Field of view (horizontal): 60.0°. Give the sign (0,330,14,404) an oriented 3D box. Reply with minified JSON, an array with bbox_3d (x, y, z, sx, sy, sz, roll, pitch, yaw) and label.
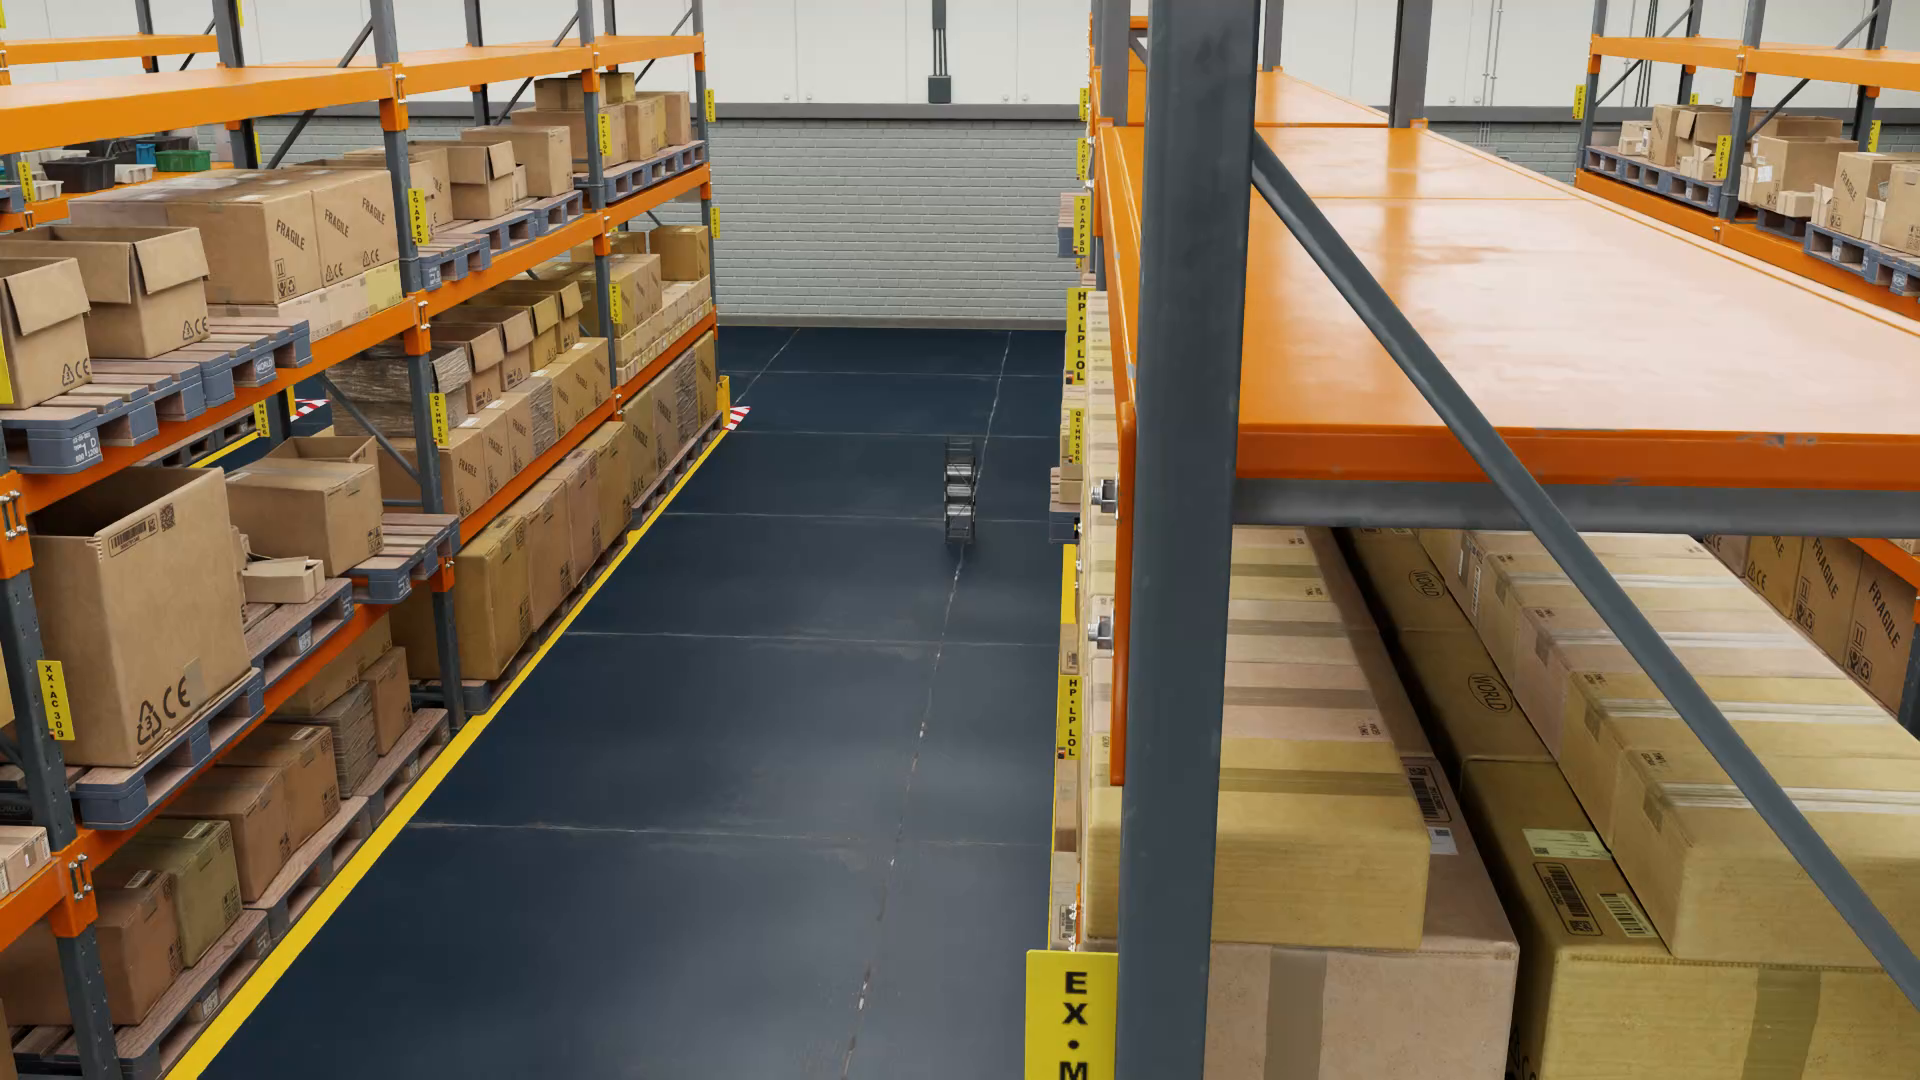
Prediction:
[{"bbox_3d":[-3.453,-0.647,5.932,0.100,0.325,0.005,1,18,4],"label":"sign"}]

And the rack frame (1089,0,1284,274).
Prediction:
[{"bbox_3d":[1.231,-2.936,8.932,1.000,3.000,0.127,1,18,4],"label":"rack frame"}]

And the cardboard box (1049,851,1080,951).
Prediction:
[{"bbox_3d":[0.899,1.832,6.955,1.050,0.750,0.750,1,18,4],"label":"cardboard box"}]

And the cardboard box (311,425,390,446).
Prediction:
[{"bbox_3d":[-3.920,-0.434,10.769,0.500,0.500,0.500,2,18,6],"label":"cardboard box"}]

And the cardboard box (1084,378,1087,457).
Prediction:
[{"bbox_3d":[0.596,-0.283,4.581,0.500,0.250,0.500,1,18,3],"label":"cardboard box"}]

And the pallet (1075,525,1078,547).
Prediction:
[{"bbox_3d":[1.531,-0.212,14.731,1.003,0.211,1.213,1,18,4],"label":"pallet"}]

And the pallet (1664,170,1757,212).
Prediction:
[{"bbox_3d":[6.532,-2.886,13.738,1.003,0.211,1.213,1,18,4],"label":"pallet"}]

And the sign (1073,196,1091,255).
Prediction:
[{"bbox_3d":[0.690,-1.769,9.358,0.100,0.325,0.005,1,18,4],"label":"sign"}]

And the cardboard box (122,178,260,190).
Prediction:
[{"bbox_3d":[-4.039,-1.640,8.831,0.500,0.500,0.500,1,18,4],"label":"cardboard box"}]

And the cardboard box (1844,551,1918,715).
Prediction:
[{"bbox_3d":[6.308,0.591,10.540,0.875,0.875,0.875,1,18,3],"label":"cardboard box"}]

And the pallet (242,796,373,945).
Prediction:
[{"bbox_3d":[-3.856,1.718,8.841,1.003,0.211,1.213,1,18,4],"label":"pallet"}]

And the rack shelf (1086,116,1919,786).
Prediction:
[{"bbox_3d":[0.801,-0.541,3.420,1.077,0.370,4.000,1,18,4],"label":"rack shelf"}]

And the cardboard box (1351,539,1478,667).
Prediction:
[{"bbox_3d":[1.019,0.198,3.112,0.500,0.250,0.500,1,18,3],"label":"cardboard box"}]

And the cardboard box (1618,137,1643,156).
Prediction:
[{"bbox_3d":[6.442,-3.711,15.683,0.380,0.149,0.250,2,18,6],"label":"cardboard box"}]

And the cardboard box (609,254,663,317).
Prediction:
[{"bbox_3d":[-3.057,-2.354,15.348,0.500,0.500,0.500,1,18,2],"label":"cardboard box"}]

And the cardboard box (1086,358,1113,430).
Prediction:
[{"bbox_3d":[0.508,-0.353,4.154,0.380,0.149,0.250,1,18,5],"label":"cardboard box"}]

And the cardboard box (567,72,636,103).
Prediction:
[{"bbox_3d":[-3.290,-4.161,15.289,0.500,0.250,0.500,1,18,2],"label":"cardboard box"}]

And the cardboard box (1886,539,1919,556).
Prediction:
[{"bbox_3d":[5.953,-0.098,10.145,0.500,0.250,0.500,1,18,2],"label":"cardboard box"}]

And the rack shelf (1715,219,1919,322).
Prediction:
[{"bbox_3d":[6.319,-1.711,11.166,1.077,0.370,4.000,1,18,4],"label":"rack shelf"}]

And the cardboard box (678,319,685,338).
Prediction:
[{"bbox_3d":[-2.922,-2.077,16.348,0.380,0.149,0.250,1,18,4],"label":"cardboard box"}]

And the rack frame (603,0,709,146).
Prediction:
[{"bbox_3d":[-3.135,-5.563,16.949,1.000,3.000,0.127,1,18,4],"label":"rack frame"}]

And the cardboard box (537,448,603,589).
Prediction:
[{"bbox_3d":[-3.511,-0.183,12.902,1.225,0.875,0.875,1,18,2],"label":"cardboard box"}]

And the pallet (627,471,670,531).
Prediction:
[{"bbox_3d":[-3.289,-0.379,15.241,1.003,0.211,1.213,1,18,4],"label":"pallet"}]

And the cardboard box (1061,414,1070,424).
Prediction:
[{"bbox_3d":[0.830,-0.689,10.481,0.380,0.149,0.250,1,18,3],"label":"cardboard box"}]

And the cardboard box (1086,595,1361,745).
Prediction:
[{"bbox_3d":[0.381,0.198,2.473,0.380,0.149,0.250,2,18,5],"label":"cardboard box"}]

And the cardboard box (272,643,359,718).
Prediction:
[{"bbox_3d":[-3.754,0.769,9.364,0.500,0.250,0.500,3,18,10],"label":"cardboard box"}]

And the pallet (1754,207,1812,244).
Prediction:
[{"bbox_3d":[6.446,-2.297,12.107,0.805,0.209,1.217,1,18,2],"label":"pallet"}]

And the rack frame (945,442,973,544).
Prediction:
[{"bbox_3d":[-0.007,-0.399,14.194,0.240,0.900,0.006,1,18,4],"label":"rack frame"}]

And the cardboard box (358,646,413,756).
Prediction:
[{"bbox_3d":[-3.737,0.960,9.984,0.700,0.500,0.500,0,18,1],"label":"cardboard box"}]

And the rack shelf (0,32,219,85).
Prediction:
[{"bbox_3d":[-8.219,-4.521,15.565,1.077,0.370,4.000,1,18,4],"label":"rack shelf"}]

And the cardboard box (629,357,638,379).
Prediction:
[{"bbox_3d":[-3.050,-1.516,14.637,0.380,0.149,0.250,1,18,2],"label":"cardboard box"}]

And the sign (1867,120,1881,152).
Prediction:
[{"bbox_3d":[7.005,-3.060,12.792,0.100,0.325,0.005,1,18,4],"label":"sign"}]

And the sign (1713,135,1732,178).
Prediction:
[{"bbox_3d":[5.909,-2.969,12.893,0.100,0.325,0.005,1,18,4],"label":"sign"}]

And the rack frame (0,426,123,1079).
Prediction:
[{"bbox_3d":[-3.995,1.015,6.509,1.000,3.000,0.127,1,18,4],"label":"rack frame"}]

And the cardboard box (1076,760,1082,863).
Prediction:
[{"bbox_3d":[0.715,0.941,6.572,0.500,0.500,0.500,1,18,4],"label":"cardboard box"}]

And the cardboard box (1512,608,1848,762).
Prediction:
[{"bbox_3d":[1.036,0.213,2.425,0.380,0.149,0.250,1,18,3],"label":"cardboard box"}]

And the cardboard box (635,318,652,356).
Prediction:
[{"bbox_3d":[-3.086,-1.834,14.967,0.500,0.250,0.500,1,18,4],"label":"cardboard box"}]

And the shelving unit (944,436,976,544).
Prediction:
[{"bbox_3d":[0.001,-0.430,14.291,0.258,0.900,0.210,1,18,4],"label":"shelving unit"}]

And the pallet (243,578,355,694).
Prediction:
[{"bbox_3d":[-3.810,0.479,8.451,1.003,0.211,1.213,1,18,4],"label":"pallet"}]

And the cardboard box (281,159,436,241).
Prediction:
[{"bbox_3d":[-3.737,-2.093,10.335,0.797,0.503,0.637,2,18,7],"label":"cardboard box"}]

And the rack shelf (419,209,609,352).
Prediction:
[{"bbox_3d":[-3.565,-1.932,11.841,1.077,0.370,4.000,1,18,4],"label":"rack shelf"}]

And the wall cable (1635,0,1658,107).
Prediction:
[{"bbox_3d":[10.402,-7.041,21.399,2.988,3.039,0.133,1,18,4],"label":"wall cable"}]

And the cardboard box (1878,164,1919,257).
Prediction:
[{"bbox_3d":[6.057,-1.991,10.028,0.700,0.500,0.500,0,18,1],"label":"cardboard box"}]

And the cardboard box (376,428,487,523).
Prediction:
[{"bbox_3d":[-3.402,-0.420,10.727,0.500,0.500,0.500,2,18,6],"label":"cardboard box"}]

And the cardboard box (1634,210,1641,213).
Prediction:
[{"bbox_3d":[6.924,-3.206,16.582,0.380,0.149,0.250,2,18,5],"label":"cardboard box"}]

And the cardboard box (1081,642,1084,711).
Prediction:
[{"bbox_3d":[0.454,0.262,3.559,0.380,0.149,0.250,2,18,5],"label":"cardboard box"}]

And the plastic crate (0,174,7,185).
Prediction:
[{"bbox_3d":[-8.633,-3.043,14.417,0.450,0.188,0.662,1,18,4],"label":"plastic crate"}]
